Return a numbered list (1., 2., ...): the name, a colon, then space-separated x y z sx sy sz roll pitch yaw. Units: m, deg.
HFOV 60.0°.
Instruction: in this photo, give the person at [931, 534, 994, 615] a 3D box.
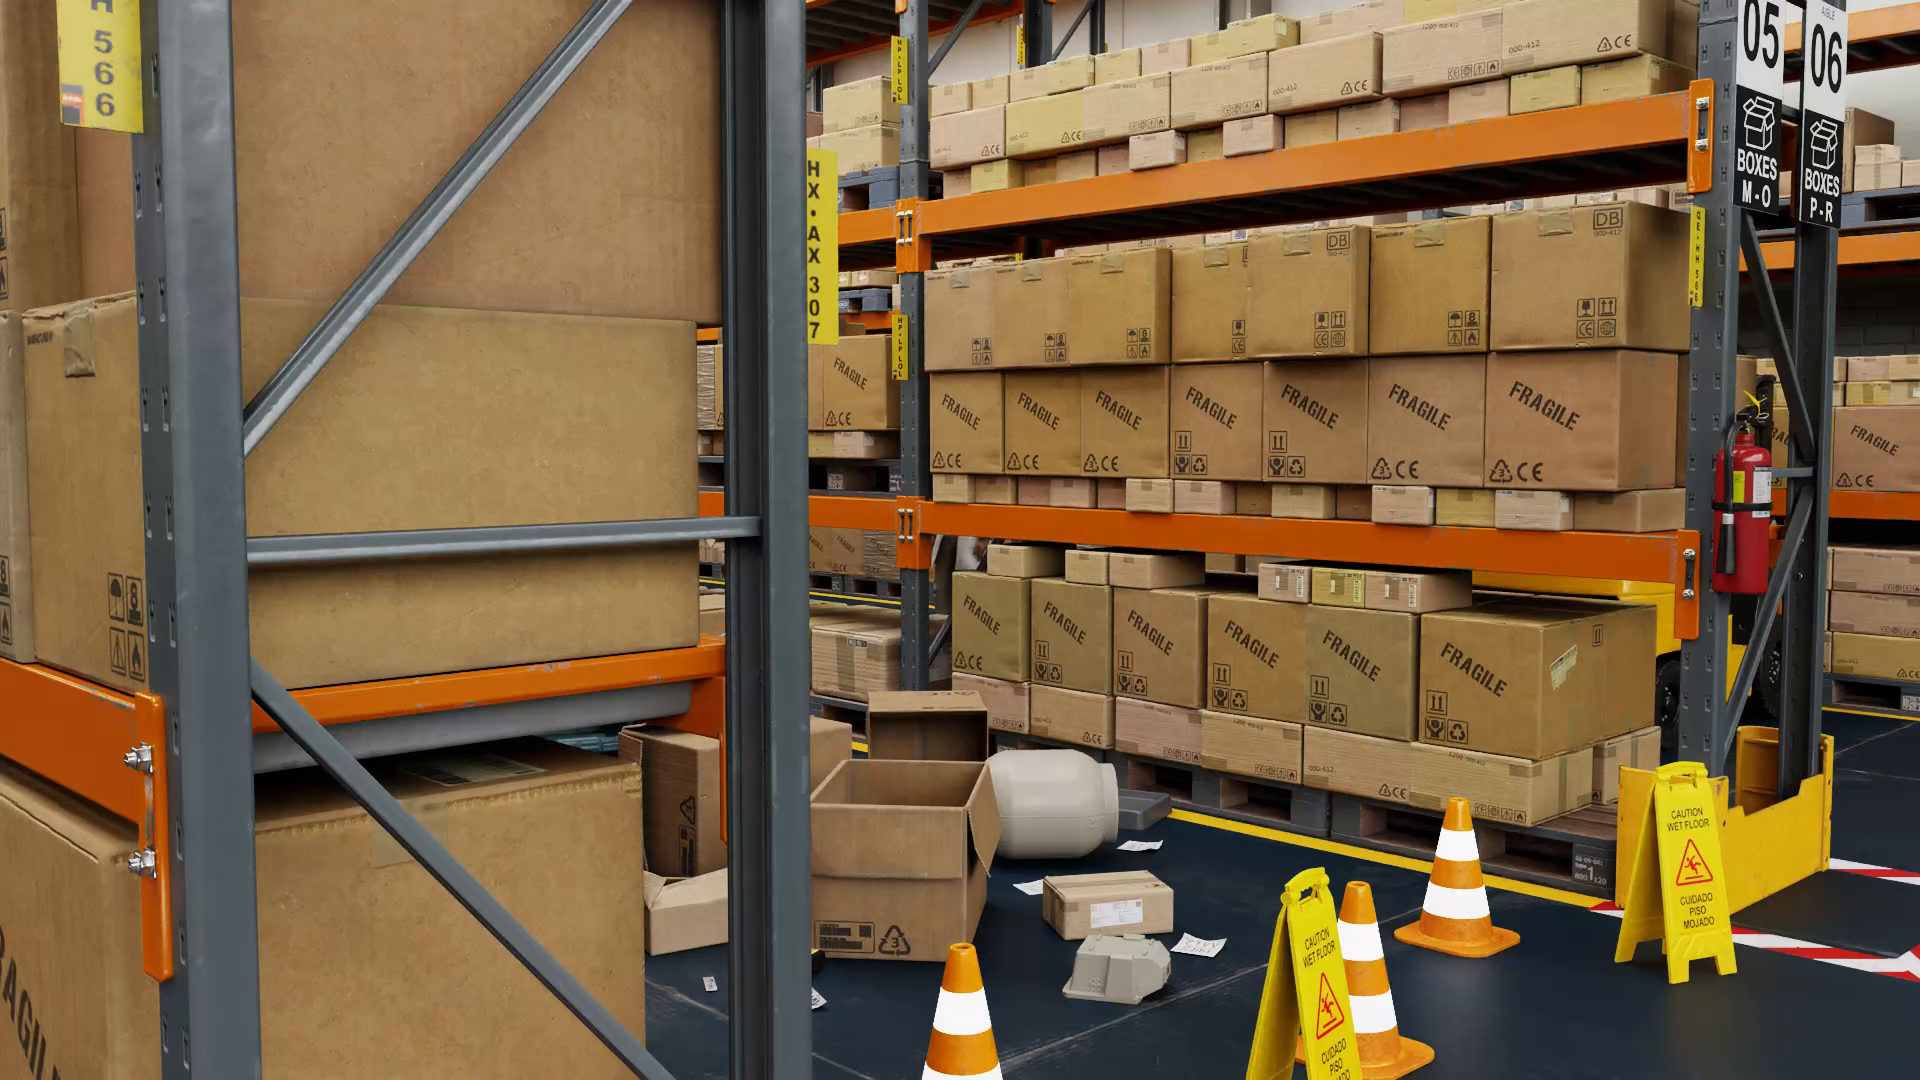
1. person: 0.010 -0.007 11.844 0.426 1.773 0.640 -4 5 -44
